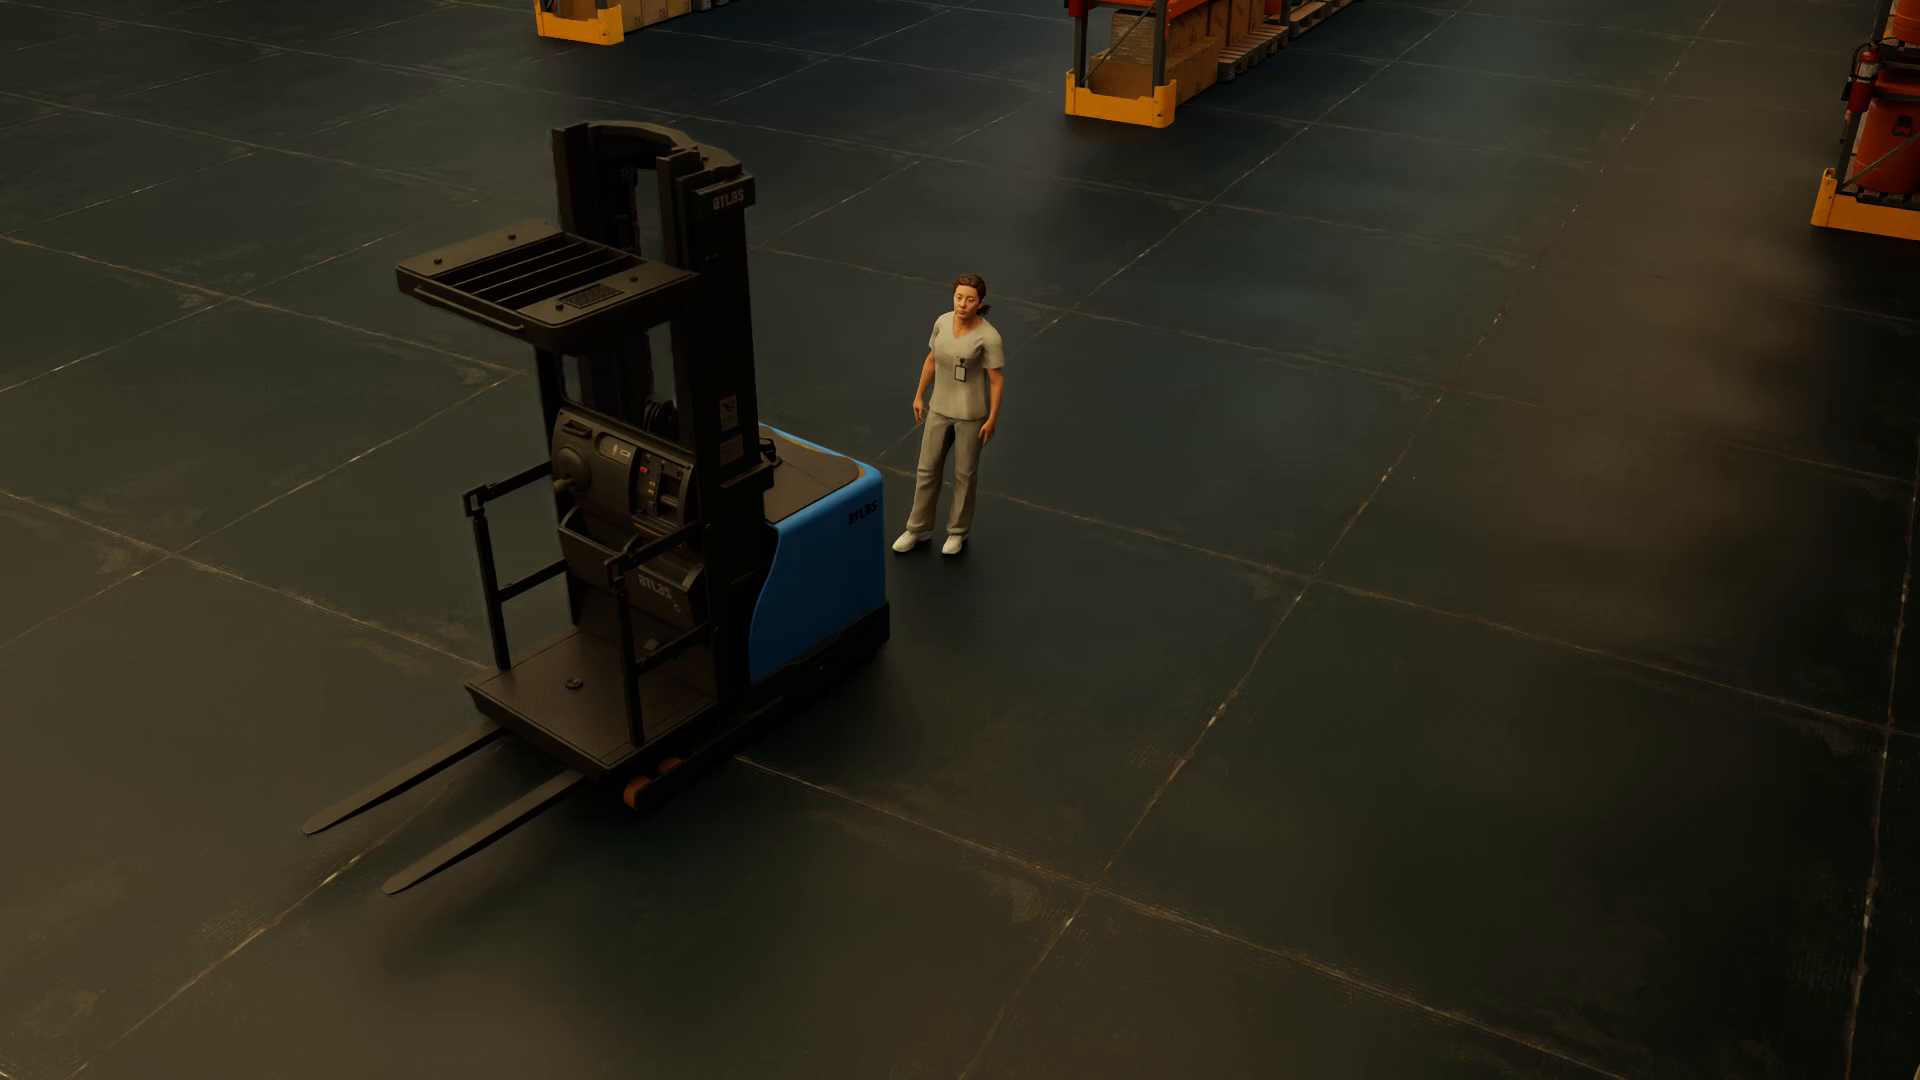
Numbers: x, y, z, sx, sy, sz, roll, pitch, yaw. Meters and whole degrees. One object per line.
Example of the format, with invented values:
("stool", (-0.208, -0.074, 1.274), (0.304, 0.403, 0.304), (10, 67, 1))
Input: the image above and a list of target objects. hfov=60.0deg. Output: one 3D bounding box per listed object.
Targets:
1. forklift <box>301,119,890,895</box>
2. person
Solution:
("forklift", (-1.699, -0.279, 7.553), (1.130, 2.935, 3.031), (22, 37, 33))
("person", (-0.048, -0.702, 9.530), (0.550, 1.672, 0.548), (15, 33, 25))
